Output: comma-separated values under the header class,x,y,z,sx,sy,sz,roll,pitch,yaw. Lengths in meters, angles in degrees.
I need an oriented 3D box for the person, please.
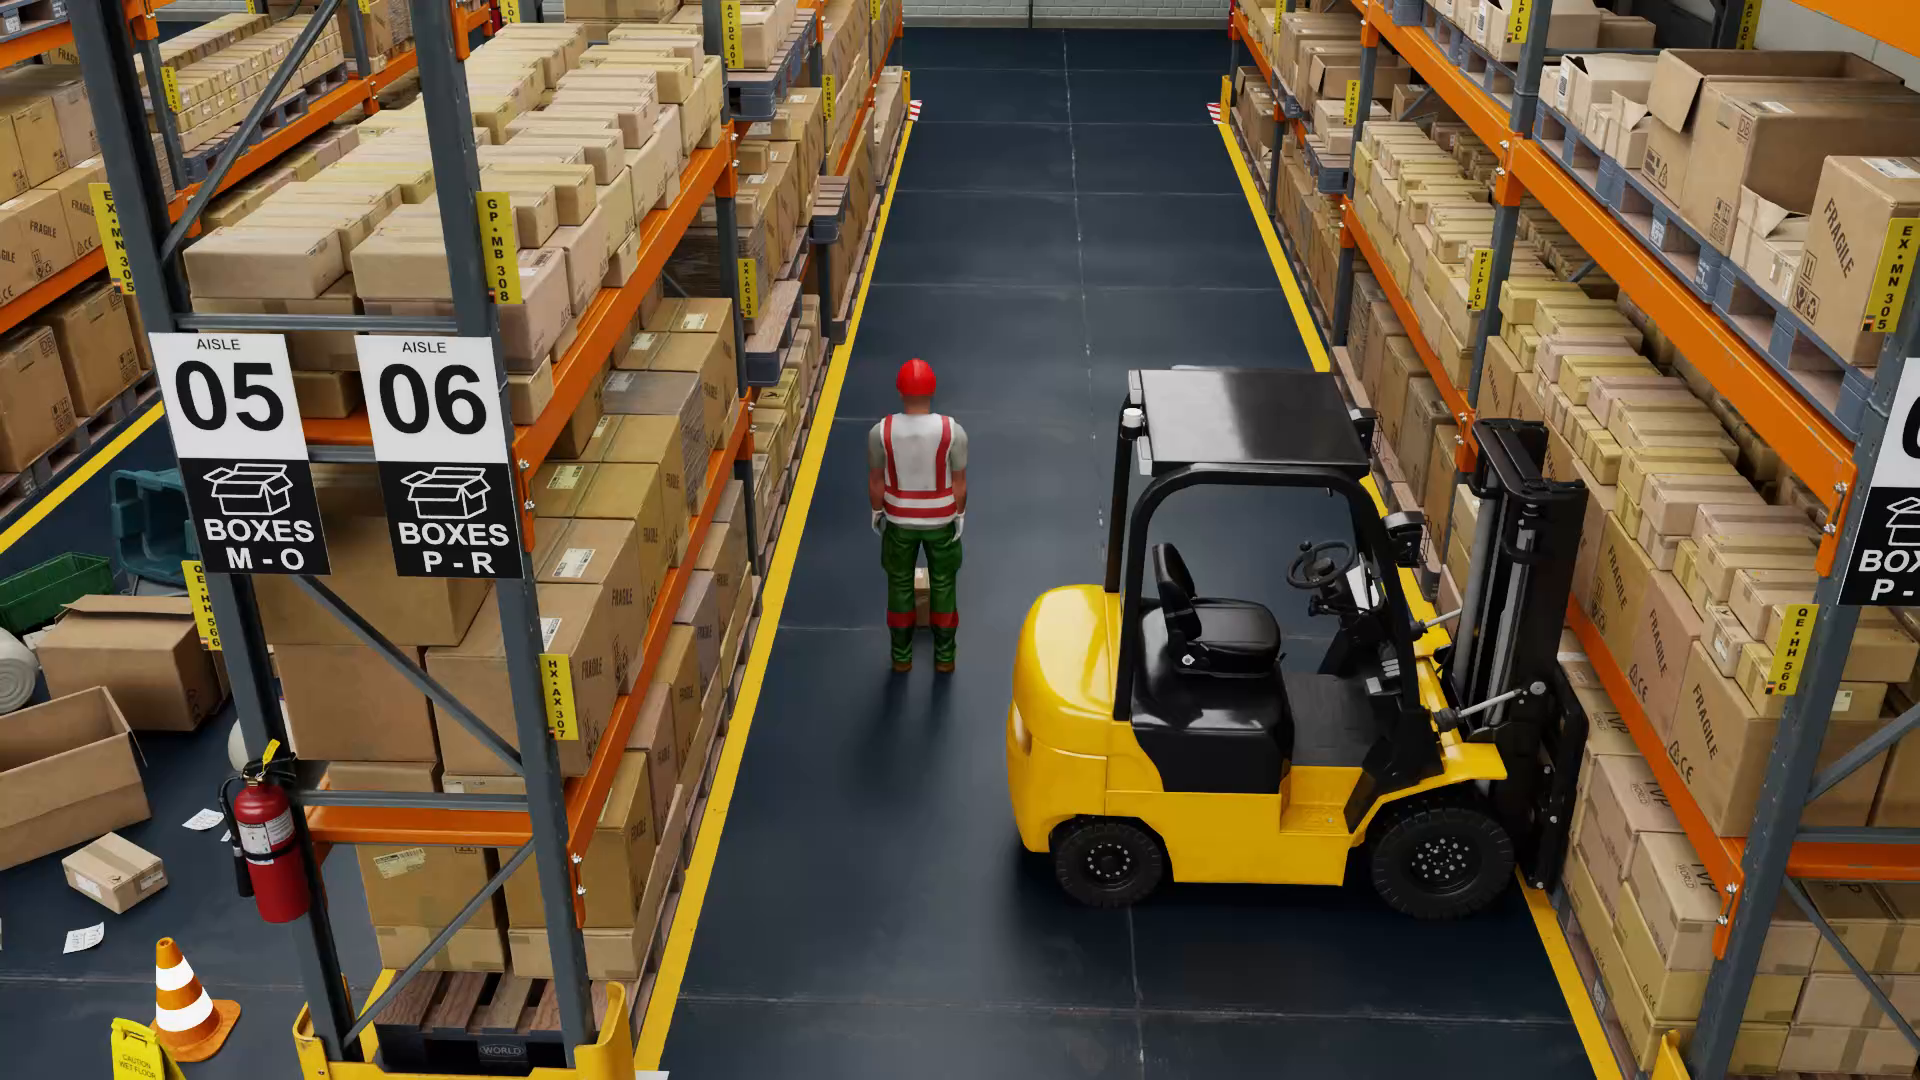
class,x,y,z,sx,sy,sz,roll,pitch,yaw
person,-0.220,-0.119,8.828,0.527,1.780,0.343,1,28,1
